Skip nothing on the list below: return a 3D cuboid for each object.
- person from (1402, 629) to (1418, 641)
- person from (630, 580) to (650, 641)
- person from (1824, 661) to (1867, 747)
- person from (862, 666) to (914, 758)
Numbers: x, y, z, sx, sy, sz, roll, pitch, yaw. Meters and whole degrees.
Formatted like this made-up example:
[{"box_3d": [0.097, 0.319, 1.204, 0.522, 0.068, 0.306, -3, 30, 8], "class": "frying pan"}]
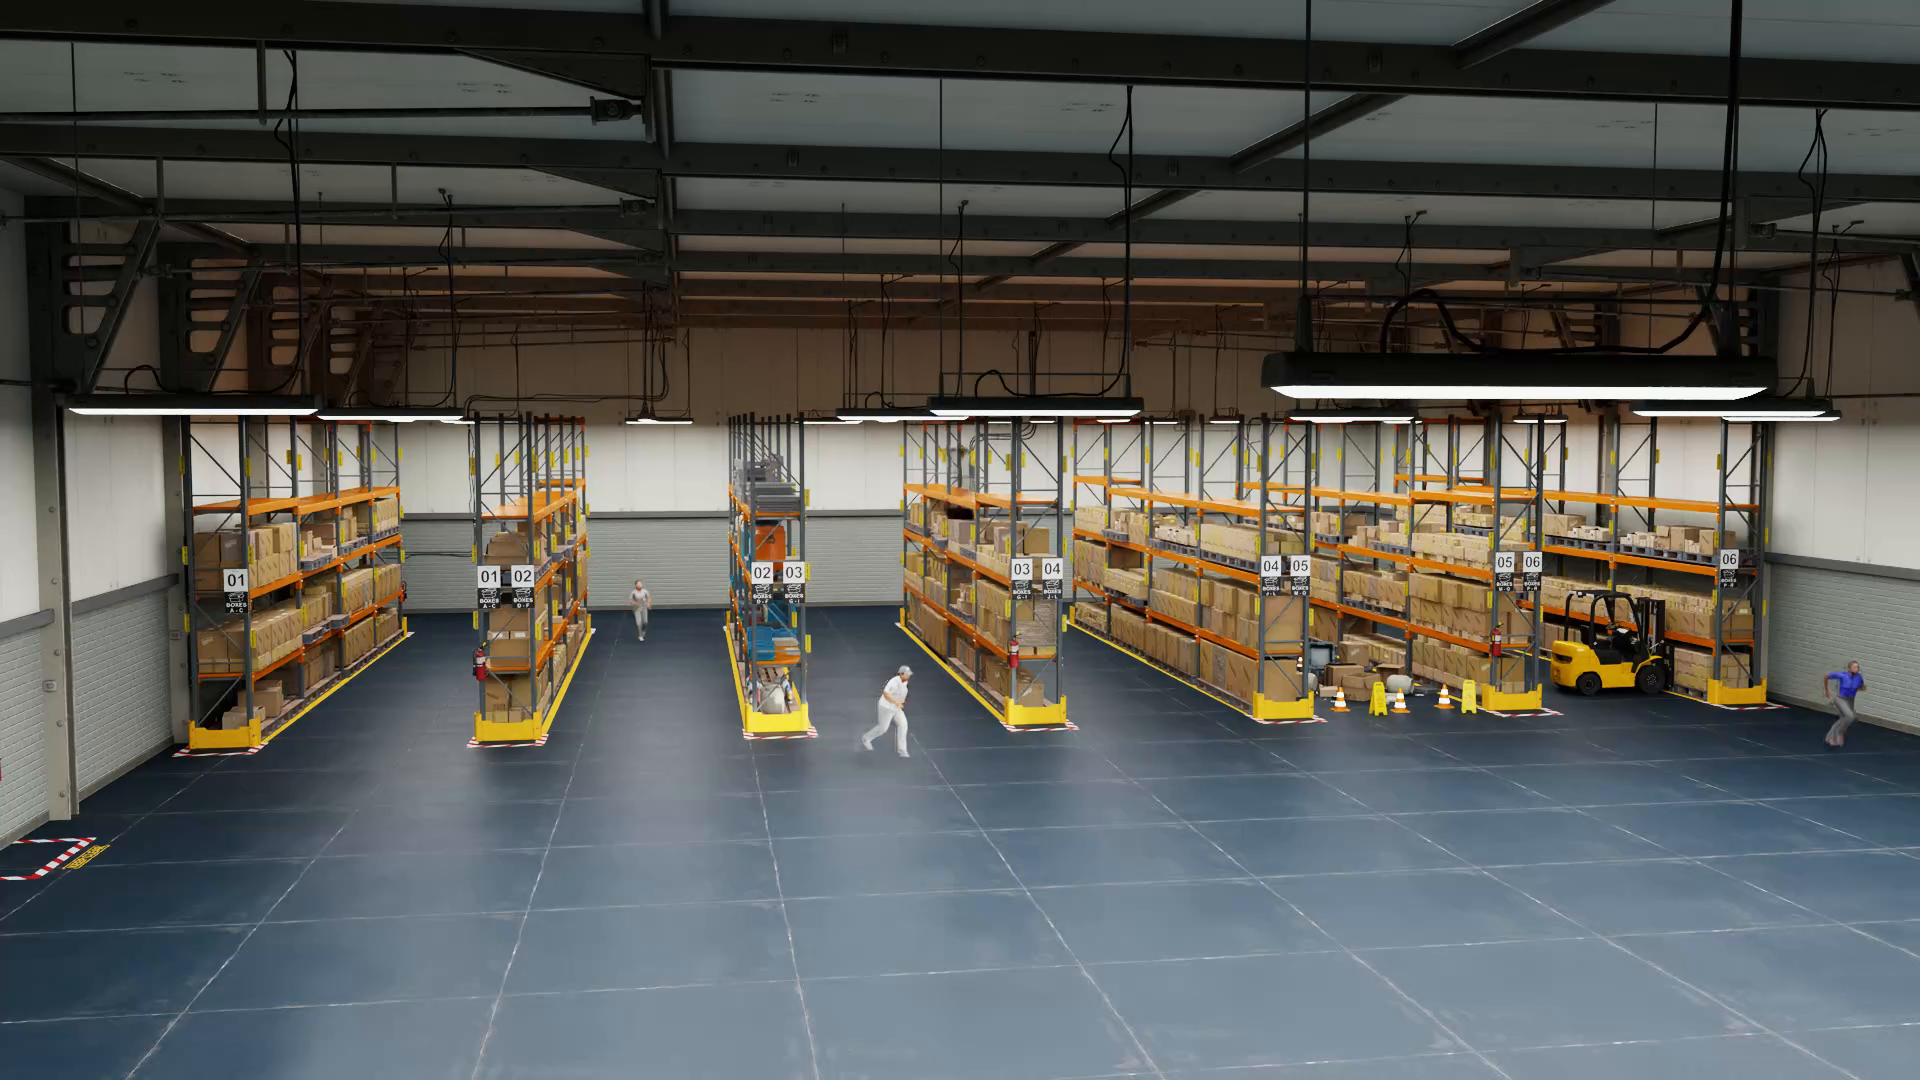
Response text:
[{"box_3d": [11.444, 2.064, 42.067, 0.588, 1.670, 0.795, -1, 4, -16], "class": "person"}, {"box_3d": [-8.536, 1.888, 44.433, 0.576, 1.626, 0.571, -1, 4, -18], "class": "person"}, {"box_3d": [15.712, 2.903, 29.530, 0.564, 1.575, 0.852, -1, 4, -14], "class": "person"}, {"box_3d": [-1.254, 2.981, 29.037, 1.030, 1.627, 0.642, 2, 4, 26], "class": "person"}]
